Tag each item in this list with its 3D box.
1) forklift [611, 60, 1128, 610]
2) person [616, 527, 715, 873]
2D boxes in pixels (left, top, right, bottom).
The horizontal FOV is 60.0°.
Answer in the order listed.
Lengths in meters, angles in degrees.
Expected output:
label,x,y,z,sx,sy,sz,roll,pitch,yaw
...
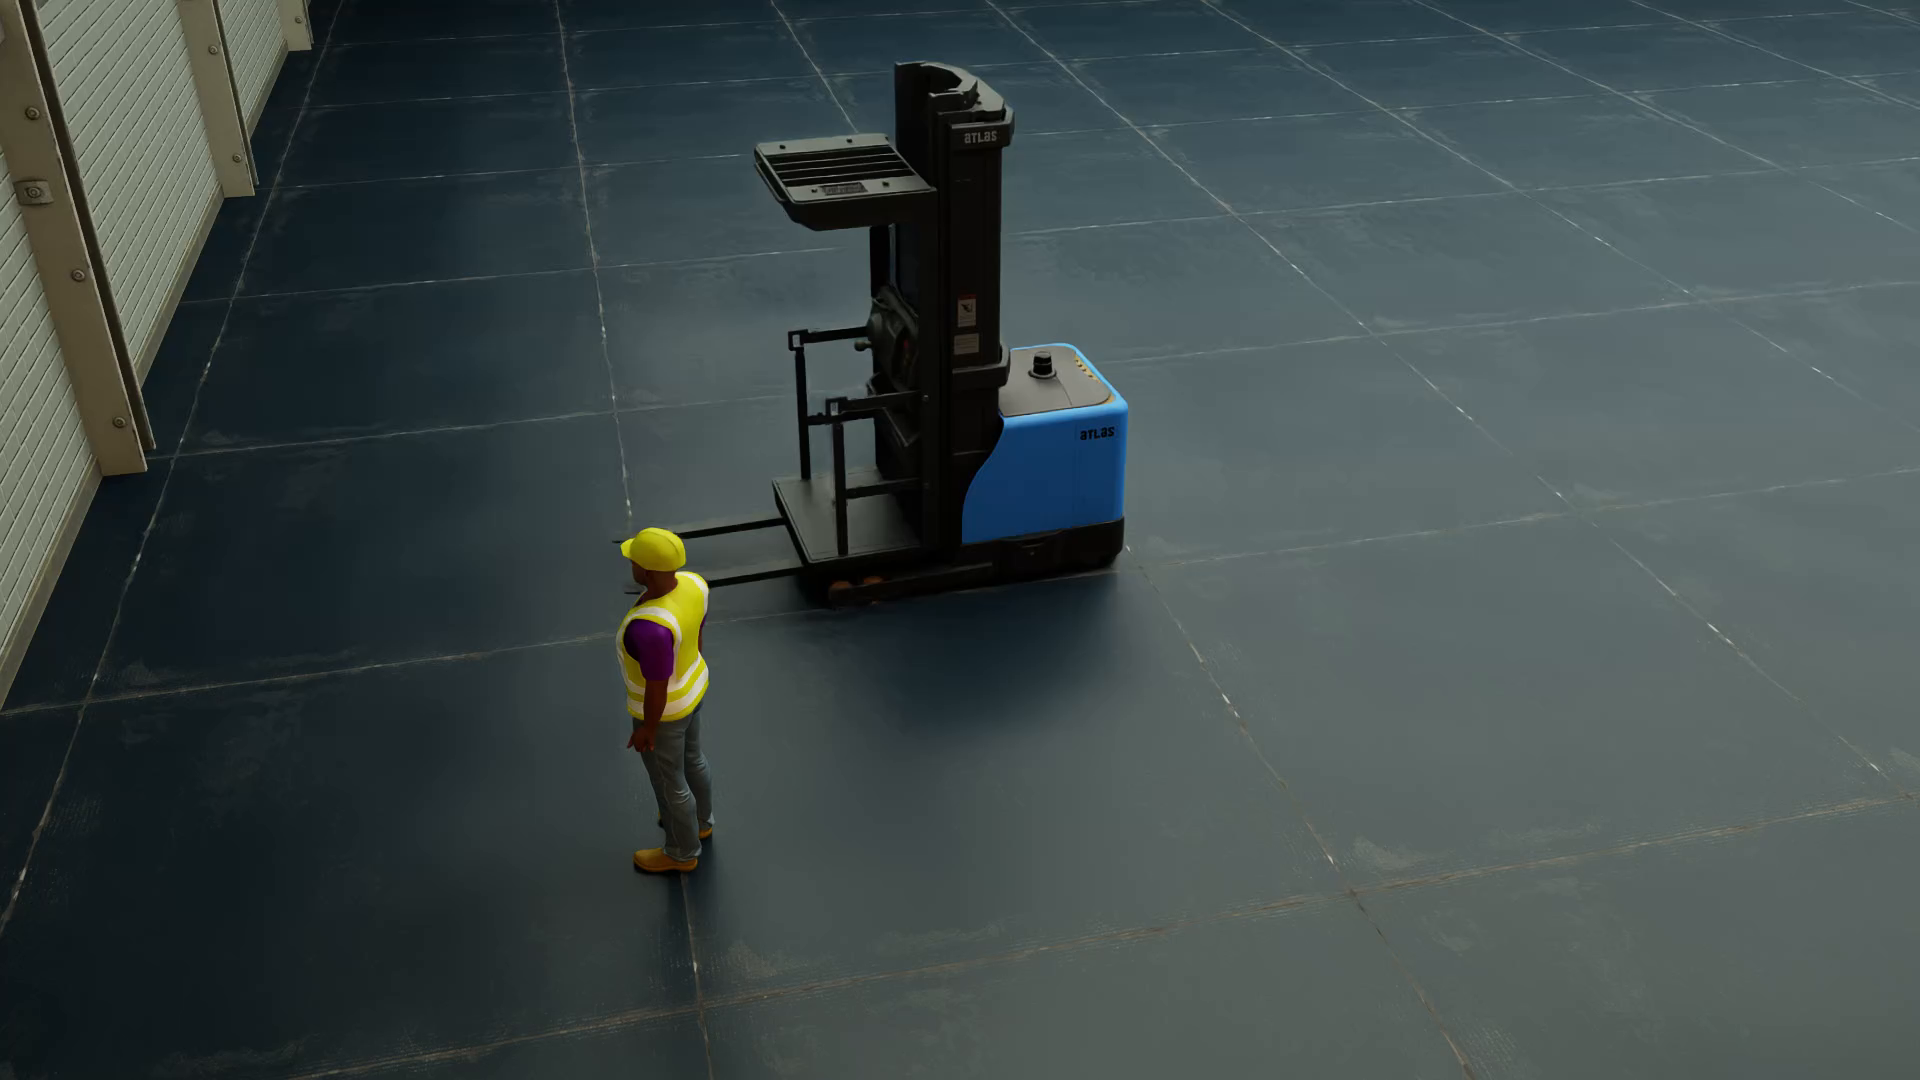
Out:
label,x,y,z,sx,sy,sz,roll,pitch,yaw
forklift,-0.572,-1.154,9.568,3.031,2.935,1.130,-9,31,-15
person,-1.333,0.715,7.504,0.394,1.770,0.555,7,31,13
